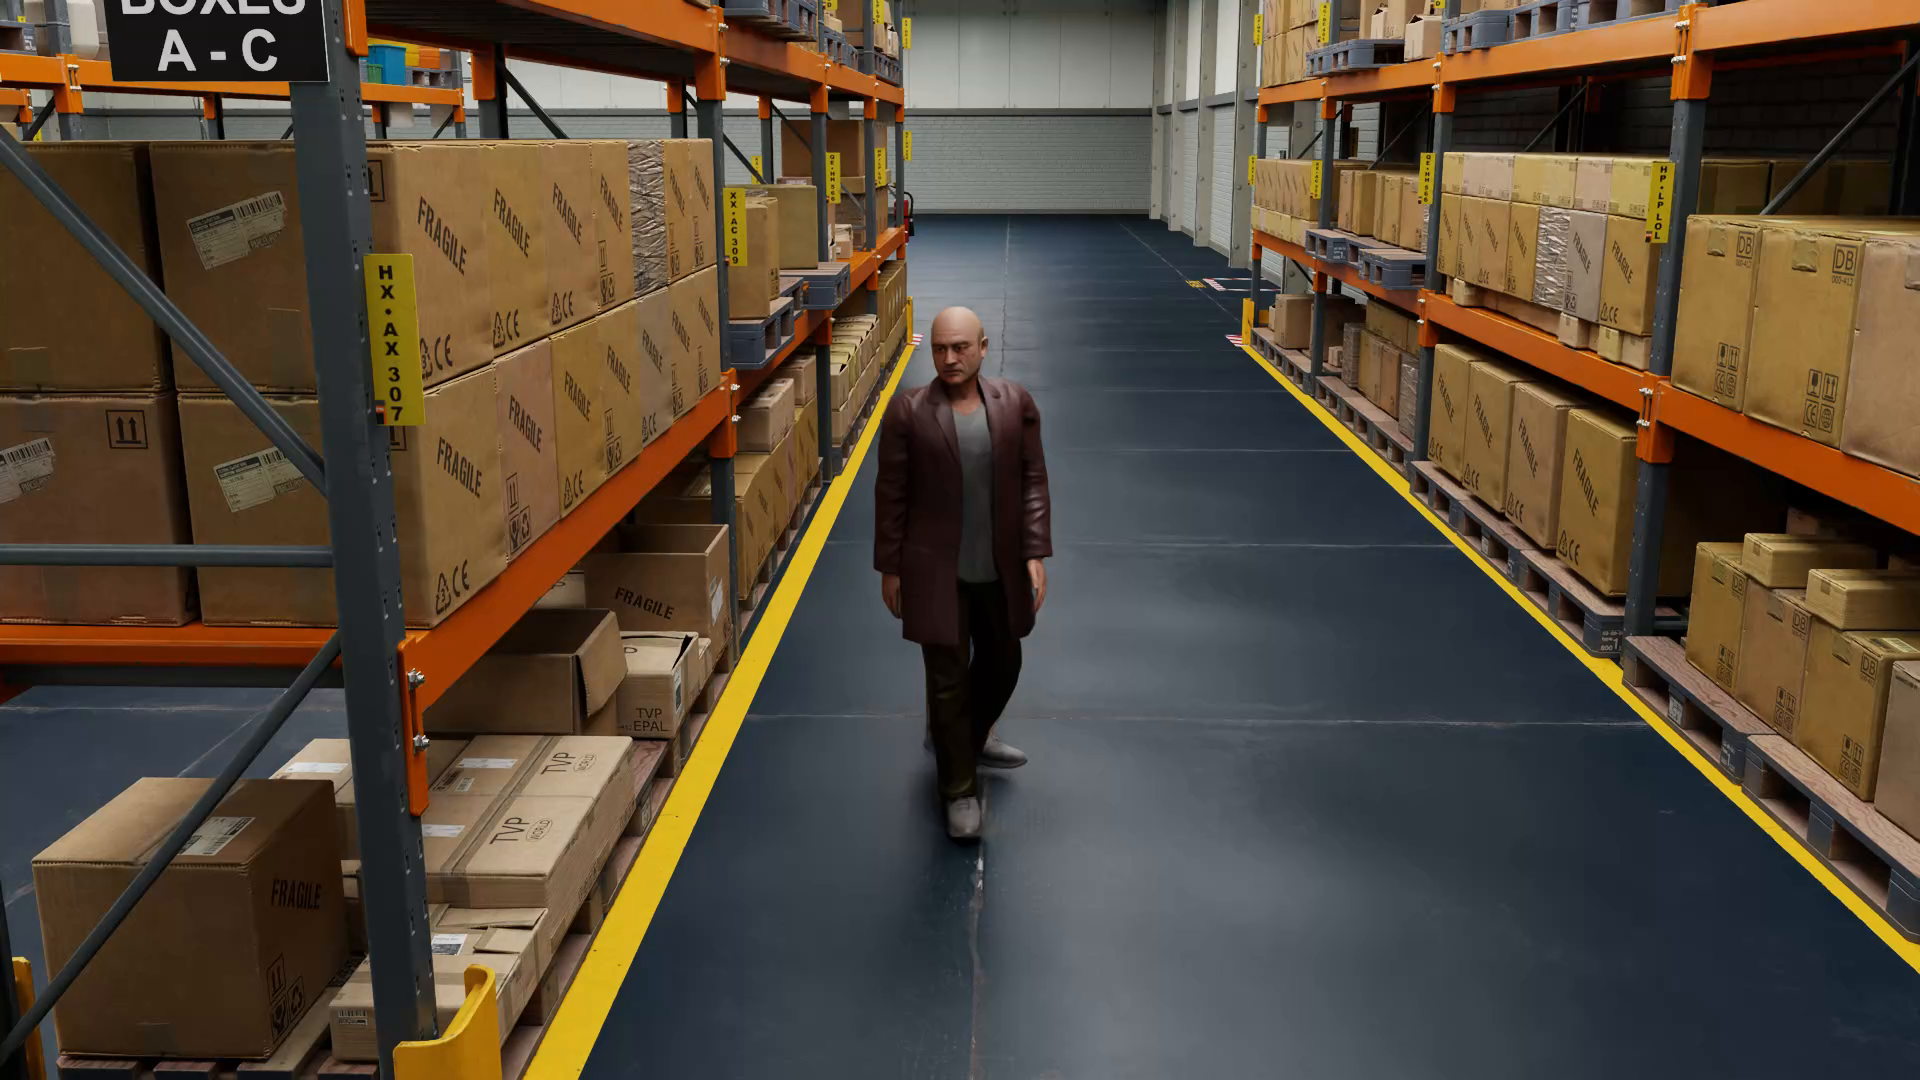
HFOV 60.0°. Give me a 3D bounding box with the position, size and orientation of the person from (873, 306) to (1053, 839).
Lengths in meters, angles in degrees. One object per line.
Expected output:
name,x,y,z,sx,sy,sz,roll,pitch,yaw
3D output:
person,0.003,0.079,5.683,0.607,1.774,0.699,-4,14,-17
